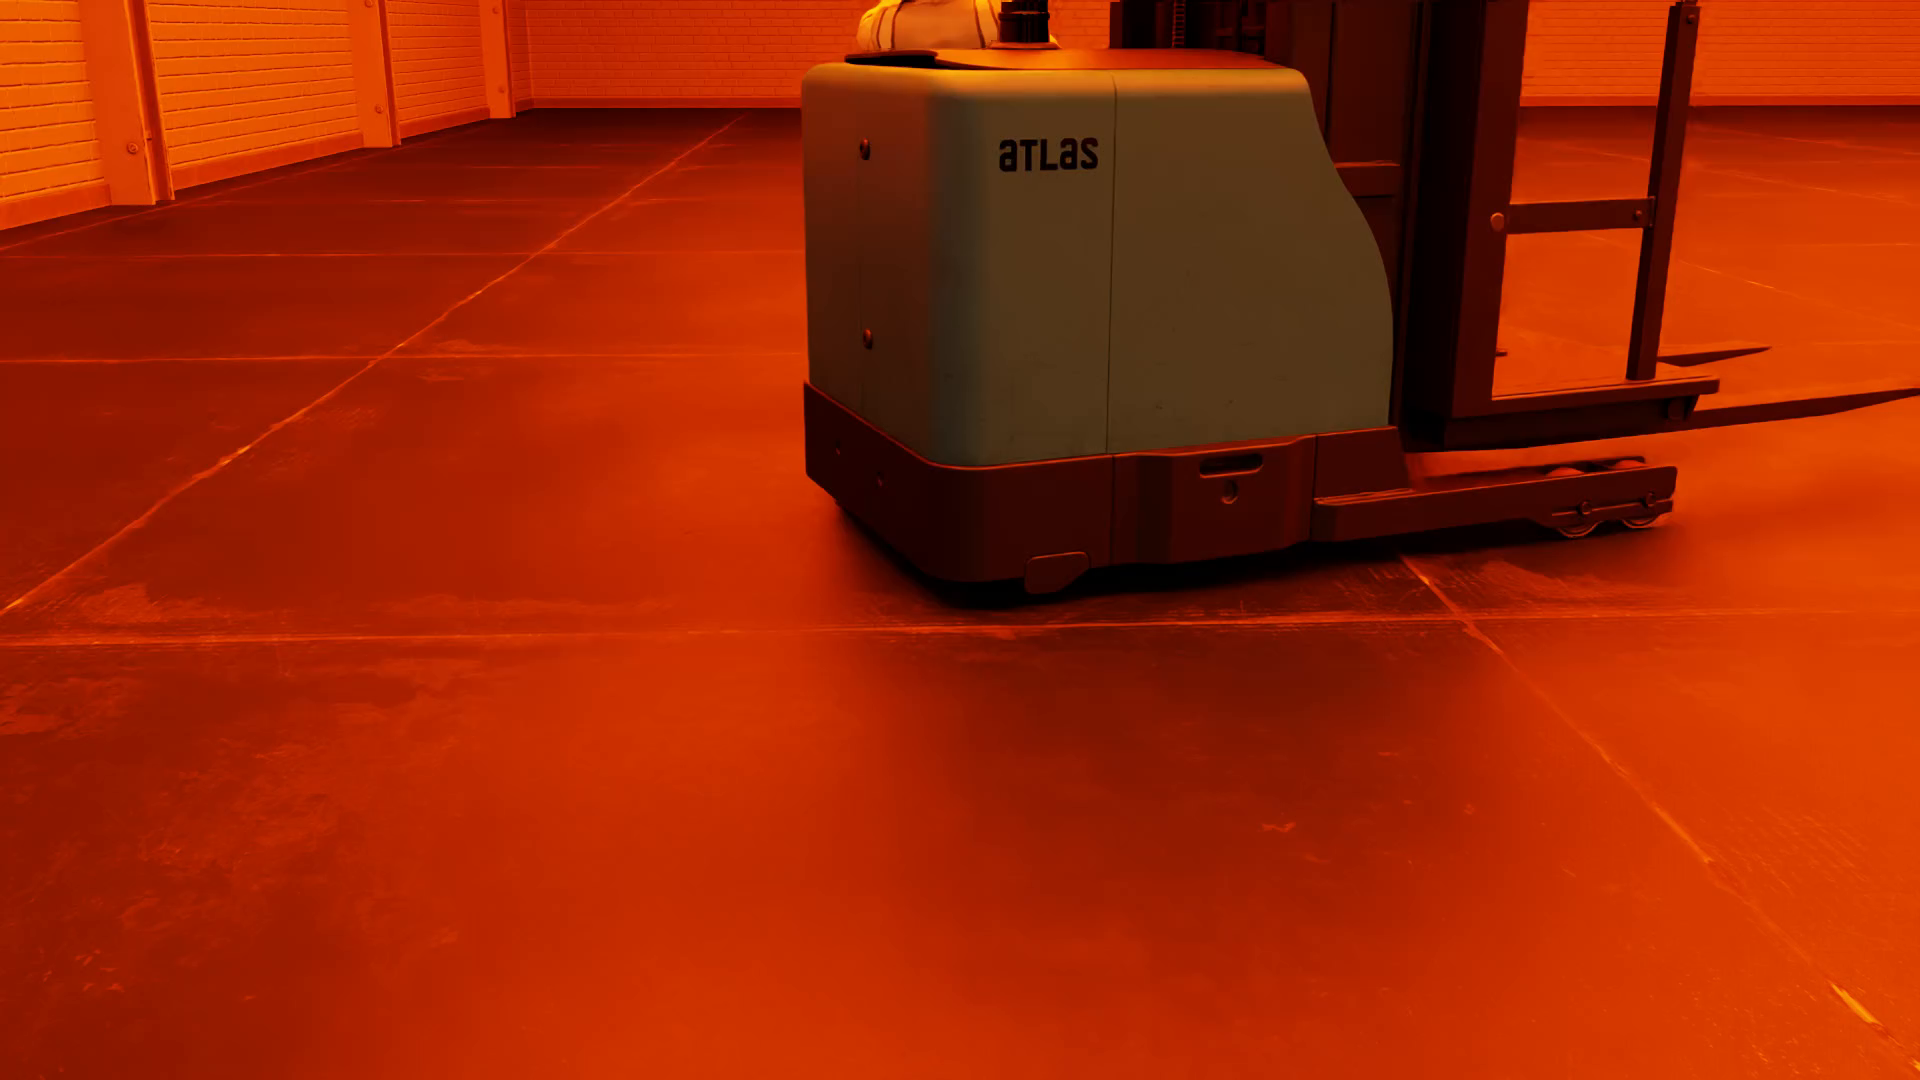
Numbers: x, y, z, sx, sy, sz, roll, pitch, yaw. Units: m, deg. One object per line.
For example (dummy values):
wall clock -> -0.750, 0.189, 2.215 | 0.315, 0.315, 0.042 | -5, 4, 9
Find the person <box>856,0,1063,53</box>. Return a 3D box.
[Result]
person -> 0.068, -1.111, 4.941 | 0.885, 1.476, 0.788 | -5, 18, -15

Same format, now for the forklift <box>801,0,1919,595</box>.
forklift -> 1.178, -1.542, 3.949 | 3.031, 2.935, 1.130 | -7, 18, -21
